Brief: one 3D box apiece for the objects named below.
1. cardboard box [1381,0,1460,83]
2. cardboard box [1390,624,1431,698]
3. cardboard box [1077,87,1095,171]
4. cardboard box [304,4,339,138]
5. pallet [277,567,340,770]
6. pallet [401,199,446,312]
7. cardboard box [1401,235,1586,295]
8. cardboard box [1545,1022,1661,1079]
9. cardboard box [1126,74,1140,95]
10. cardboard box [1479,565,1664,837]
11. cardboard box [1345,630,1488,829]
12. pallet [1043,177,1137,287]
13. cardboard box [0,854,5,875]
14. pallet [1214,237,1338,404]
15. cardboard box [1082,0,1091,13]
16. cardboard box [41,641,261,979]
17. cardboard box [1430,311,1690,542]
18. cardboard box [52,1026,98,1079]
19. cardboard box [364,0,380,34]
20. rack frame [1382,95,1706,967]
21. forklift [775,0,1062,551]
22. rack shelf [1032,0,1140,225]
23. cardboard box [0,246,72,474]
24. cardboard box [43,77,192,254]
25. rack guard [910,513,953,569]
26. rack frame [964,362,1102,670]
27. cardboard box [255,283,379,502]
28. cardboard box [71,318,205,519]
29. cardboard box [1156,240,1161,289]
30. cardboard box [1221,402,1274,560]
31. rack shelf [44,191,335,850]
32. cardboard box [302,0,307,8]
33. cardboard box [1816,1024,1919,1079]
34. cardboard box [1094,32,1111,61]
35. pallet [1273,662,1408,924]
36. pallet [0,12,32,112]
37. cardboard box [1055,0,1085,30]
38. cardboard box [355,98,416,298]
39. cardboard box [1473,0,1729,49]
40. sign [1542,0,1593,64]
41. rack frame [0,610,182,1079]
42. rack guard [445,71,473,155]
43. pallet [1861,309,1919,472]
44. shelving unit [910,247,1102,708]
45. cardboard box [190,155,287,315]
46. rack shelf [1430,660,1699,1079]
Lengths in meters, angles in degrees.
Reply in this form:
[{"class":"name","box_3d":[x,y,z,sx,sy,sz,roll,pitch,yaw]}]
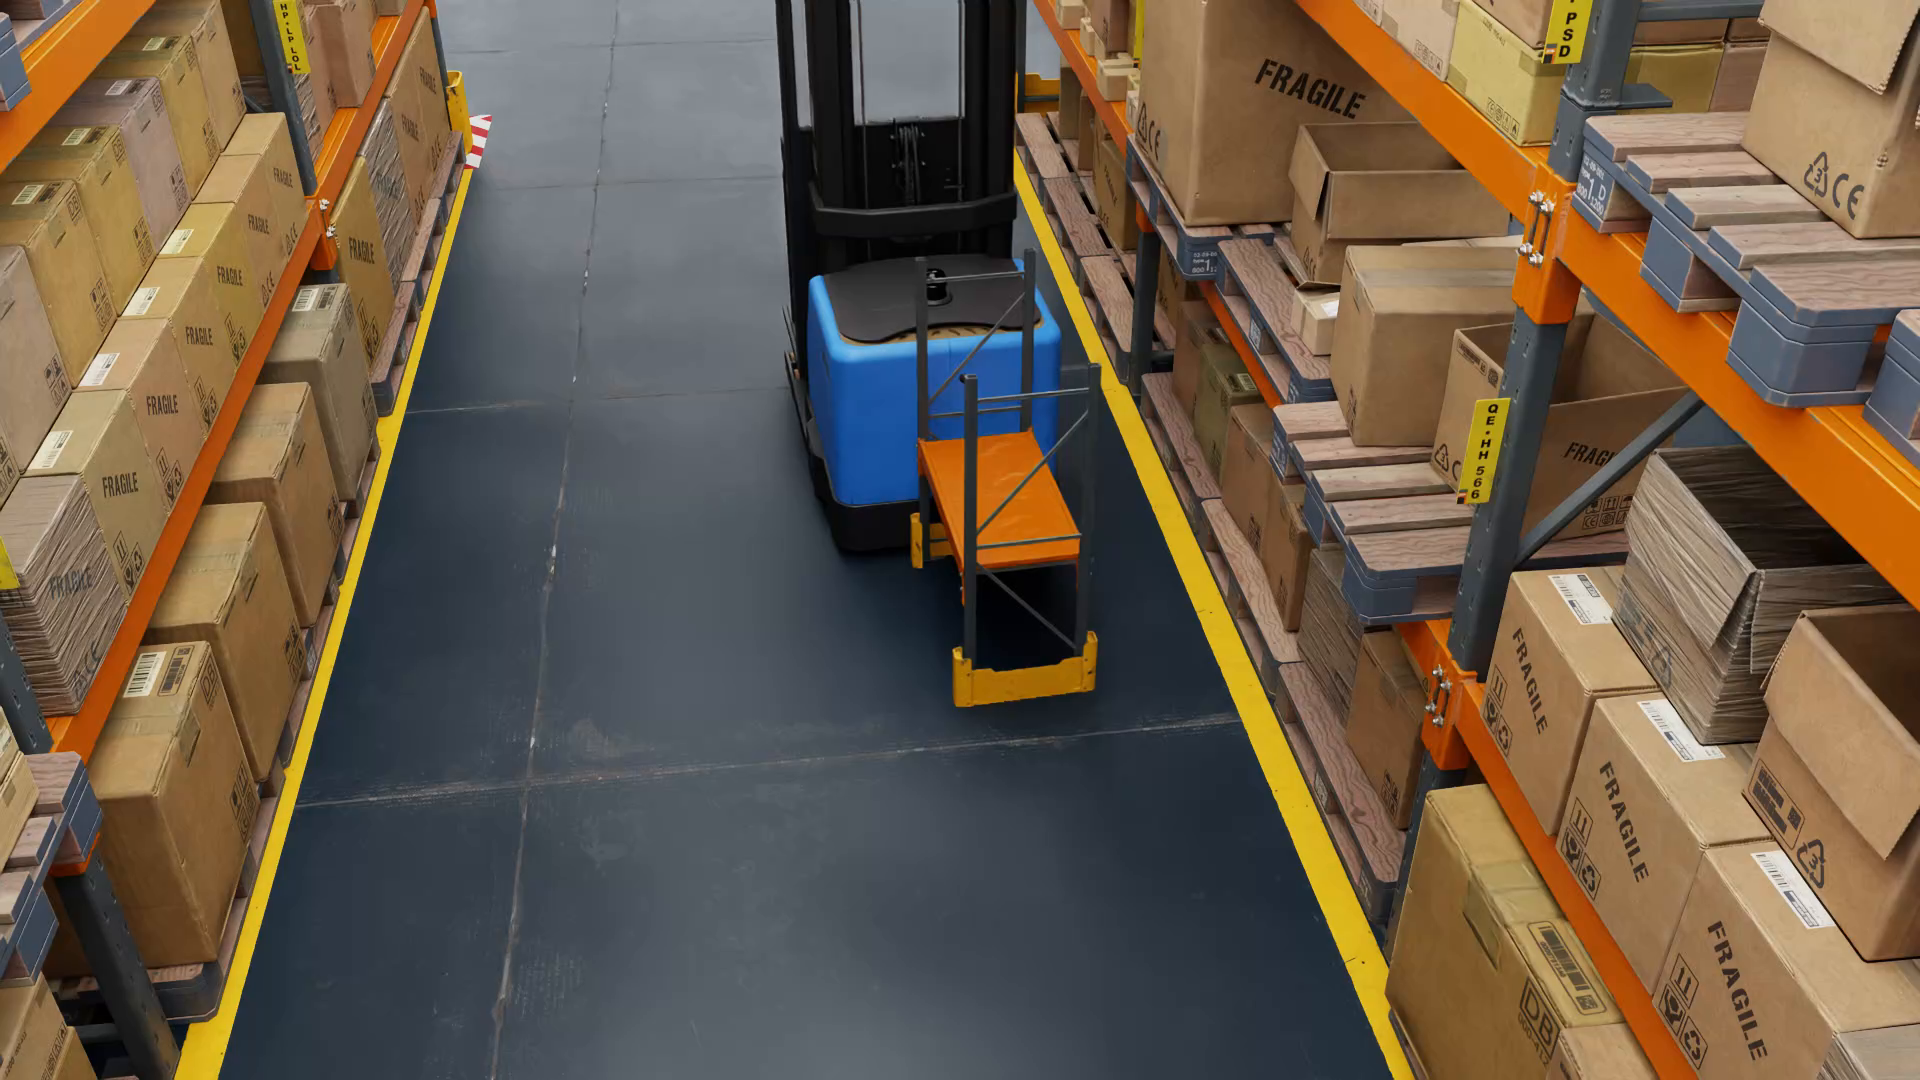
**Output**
[{"class":"cardboard box","box_3d":[1.559,-1.537,4.811,0.500,0.250,0.500,-4,35,-7]},{"class":"cardboard box","box_3d":[1.827,0.333,5.761,0.500,0.250,0.500,-3,34,-4]},{"class":"cardboard box","box_3d":[1.052,-2.761,10.985,0.500,0.500,0.500,4,35,6]},{"class":"cardboard box","box_3d":[-3.678,-2.322,8.360,0.875,0.550,0.550,-4,35,-6]},{"class":"pallet","box_3d":[-3.174,0.510,6.815,1.003,0.211,1.213,-4,35,-6]},{"class":"pallet","box_3d":[-3.712,-1.710,10.072,1.003,0.211,1.213,-4,35,-6]},{"class":"cardboard box","box_3d":[1.949,-0.901,6.169,0.500,0.250,0.500,-5,35,-8]},{"class":"cardboard box","box_3d":[2.131,1.752,4.029,1.225,0.875,0.875,-4,35,-6]},{"class":"cardboard box","box_3d":[1.090,-2.347,8.754,0.380,0.149,0.250,-4,35,-6]},{"class":"cardboard box","box_3d":[1.742,0.414,4.391,0.500,0.500,0.500,-3,34,-5]},{"class":"cardboard box","box_3d":[1.836,0.642,5.973,0.700,0.500,0.500,-6,35,-9]},{"class":"pallet","box_3d":[1.116,-1.971,10.455,1.003,0.211,1.213,-4,35,-6]},{"class":"cardboard box","box_3d":[-2.429,0.792,3.775,0.380,0.149,0.250,-4,35,-7]},{"class":"pallet","box_3d":[1.640,-0.859,6.517,1.003,0.211,1.213,-4,35,-6]},{"class":"cardboard box","box_3d":[1.183,-3.324,9.611,0.875,0.500,0.500,-4,35,-6]},{"class":"cardboard box","box_3d":[-2.975,0.892,5.402,1.050,0.750,0.750,-5,35,-7]},{"class":"cardboard box","box_3d":[1.834,-0.350,5.138,0.500,0.500,0.500,-9,35,-12]},{"class":"cardboard box","box_3d":[-2.635,1.689,4.454,0.500,0.500,0.500,-5,35,-7]},{"class":"cardboard box","box_3d":[-3.917,-3.213,9.668,0.875,0.550,0.550,-4,35,-6]},{"class":"rack frame","box_3d":[1.946,0.163,4.847,1.000,3.000,0.127,-4,35,-6]},{"class":"forklift","box_3d":[-0.334,-1.985,8.060,1.130,2.935,3.031,-6,35,-9]},{"class":"rack shelf","box_3d":[1.139,-2.888,9.963,1.077,0.370,4.000,-4,35,-6]},{"class":"cardboard box","box_3d":[-3.102,-0.506,4.852,0.700,0.500,0.500,-5,35,-7]},{"class":"cardboard box","box_3d":[-3.309,-1.359,6.104,0.700,0.500,0.500,-4,34,-6]},{"class":"rack guard","box_3d":[0.069,-0.024,7.563,0.587,0.250,0.087,-6,35,-9]},{"class":"rack frame","box_3d":[0.264,0.010,6.403,0.500,1.500,0.032,-6,35,-9]},{"class":"cardboard box","box_3d":[-3.347,-0.654,7.671,1.050,0.750,0.750,-5,35,-7]},{"class":"cardboard box","box_3d":[-2.914,-0.395,5.577,0.500,0.500,0.500,-4,35,-6]},{"class":"cardboard box","box_3d":[1.310,-1.755,9.508,0.500,0.500,0.500,6,35,9]},{"class":"cardboard box","box_3d":[1.591,-0.294,7.347,0.700,0.500,0.500,-7,35,-10]},{"class":"rack shelf","box_3d":[-3.251,-0.336,6.219,1.077,0.370,4.000,-4,35,-6]},{"class":"cardboard box","box_3d":[-3.725,-2.765,8.051,0.875,0.550,0.550,-4,35,-6]},{"class":"cardboard box","box_3d":[1.951,1.266,3.140,0.500,0.500,0.500,-4,35,-6]},{"class":"cardboard box","box_3d":[0.969,-2.764,9.366,0.380,0.149,0.250,-4,35,-6]},{"class":"pallet","box_3d":[1.843,0.879,6.272,1.003,0.211,1.213,-4,35,-6]},{"class":"pallet","box_3d":[-3.121,-1.034,4.108,1.213,0.211,1.003,-3,34,-4]},{"class":"cardboard box","box_3d":[0.778,-3.176,9.970,0.380,0.149,0.250,-4,35,-6]},{"class":"cardboard box","box_3d":[-3.660,-1.904,9.395,0.875,0.875,0.875,-4,34,-6]},{"class":"cardboard box","box_3d":[1.634,-1.572,4.196,0.500,0.500,0.500,-3,34,-5]},{"class":"sign","box_3d":[1.408,-1.250,3.798,0.100,0.325,0.005,-4,35,-6]},{"class":"rack frame","box_3d":[-2.982,0.482,4.379,1.000,3.000,0.127,-4,35,-6]},{"class":"rack guard","box_3d":[-4.061,-2.962,11.653,1.175,0.500,0.348,-4,35,-6]},{"class":"pallet","box_3d":[2.239,-0.019,2.619,1.003,0.211,1.213,-3,34,-4]},{"class":"shelving unit","box_3d":[0.166,-0.266,6.808,0.587,1.500,1.083,-6,35,-9]},{"class":"cardboard box","box_3d":[-3.117,-1.238,6.815,0.500,0.500,0.500,-5,35,-7]},{"class":"rack shelf","box_3d":[2.215,1.576,3.412,1.077,0.370,4.000,-4,35,-6]}]
